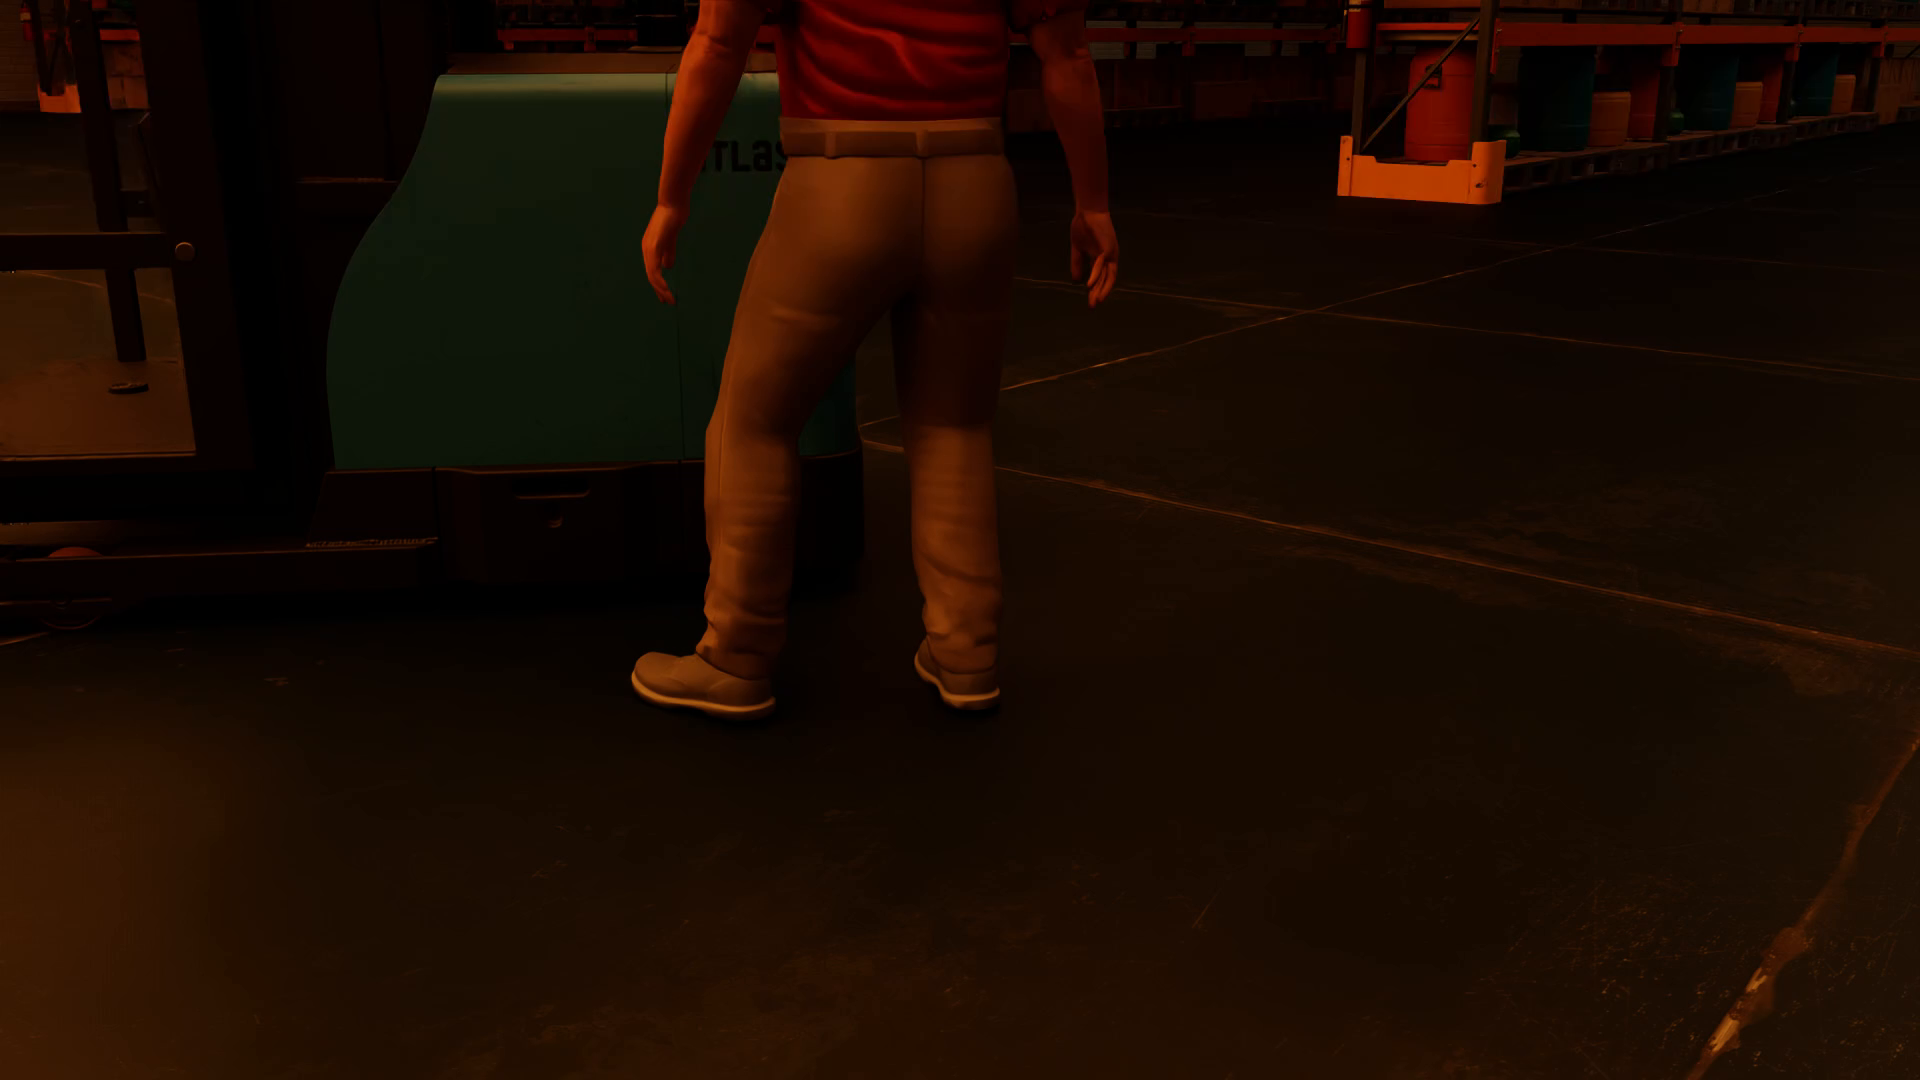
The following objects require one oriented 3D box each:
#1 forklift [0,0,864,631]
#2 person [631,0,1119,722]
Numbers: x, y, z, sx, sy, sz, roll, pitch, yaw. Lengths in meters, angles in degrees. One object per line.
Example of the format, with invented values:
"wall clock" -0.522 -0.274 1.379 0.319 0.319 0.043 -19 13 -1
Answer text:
"forklift" -1.762 -1.376 3.429 3.031 2.935 1.130 -2 17 -7
"person" -0.154 -0.539 2.798 0.842 1.702 0.390 -6 18 -20
